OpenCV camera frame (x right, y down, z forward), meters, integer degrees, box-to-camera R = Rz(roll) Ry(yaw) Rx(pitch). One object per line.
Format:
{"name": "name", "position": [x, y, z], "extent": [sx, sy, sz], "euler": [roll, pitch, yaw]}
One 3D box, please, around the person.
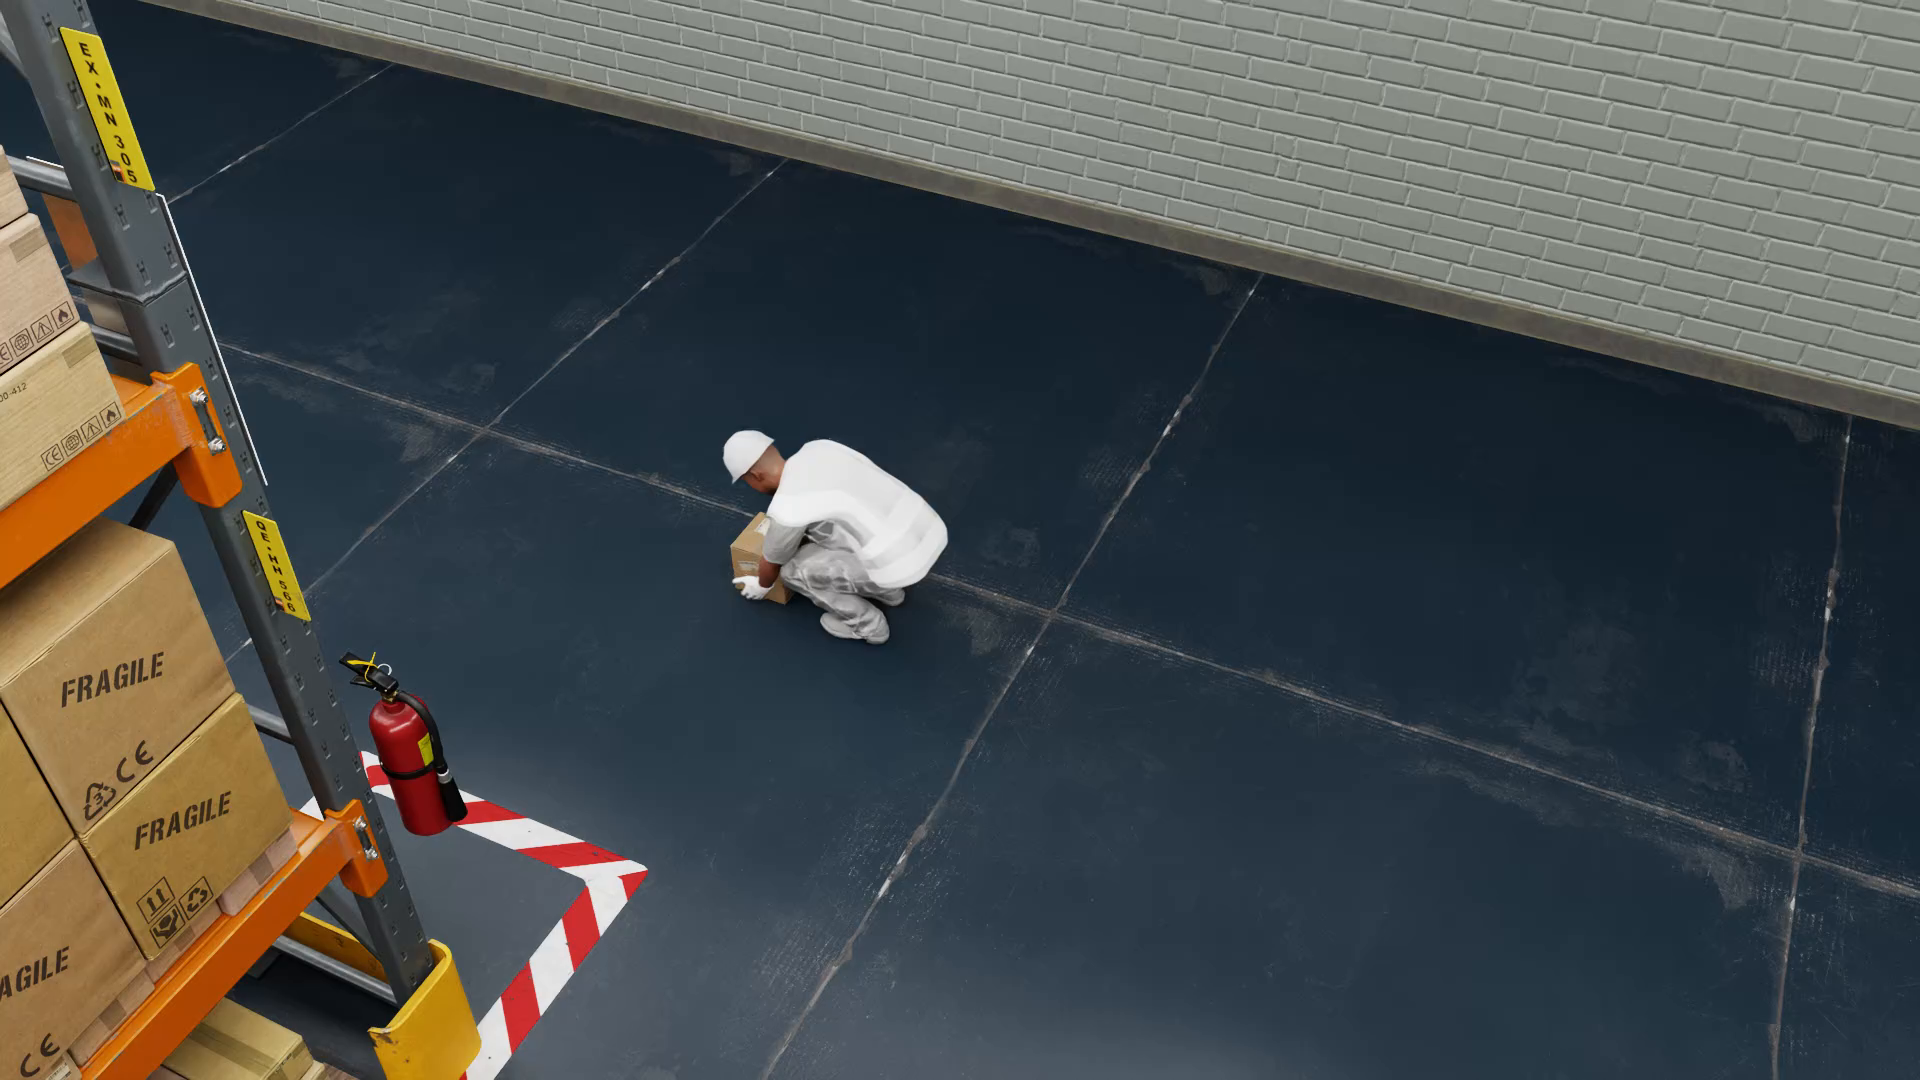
{"name": "person", "position": [-0.525, -0.017, 6.897], "extent": [0.913, 0.884, 0.569], "euler": [17, 44, 19]}
